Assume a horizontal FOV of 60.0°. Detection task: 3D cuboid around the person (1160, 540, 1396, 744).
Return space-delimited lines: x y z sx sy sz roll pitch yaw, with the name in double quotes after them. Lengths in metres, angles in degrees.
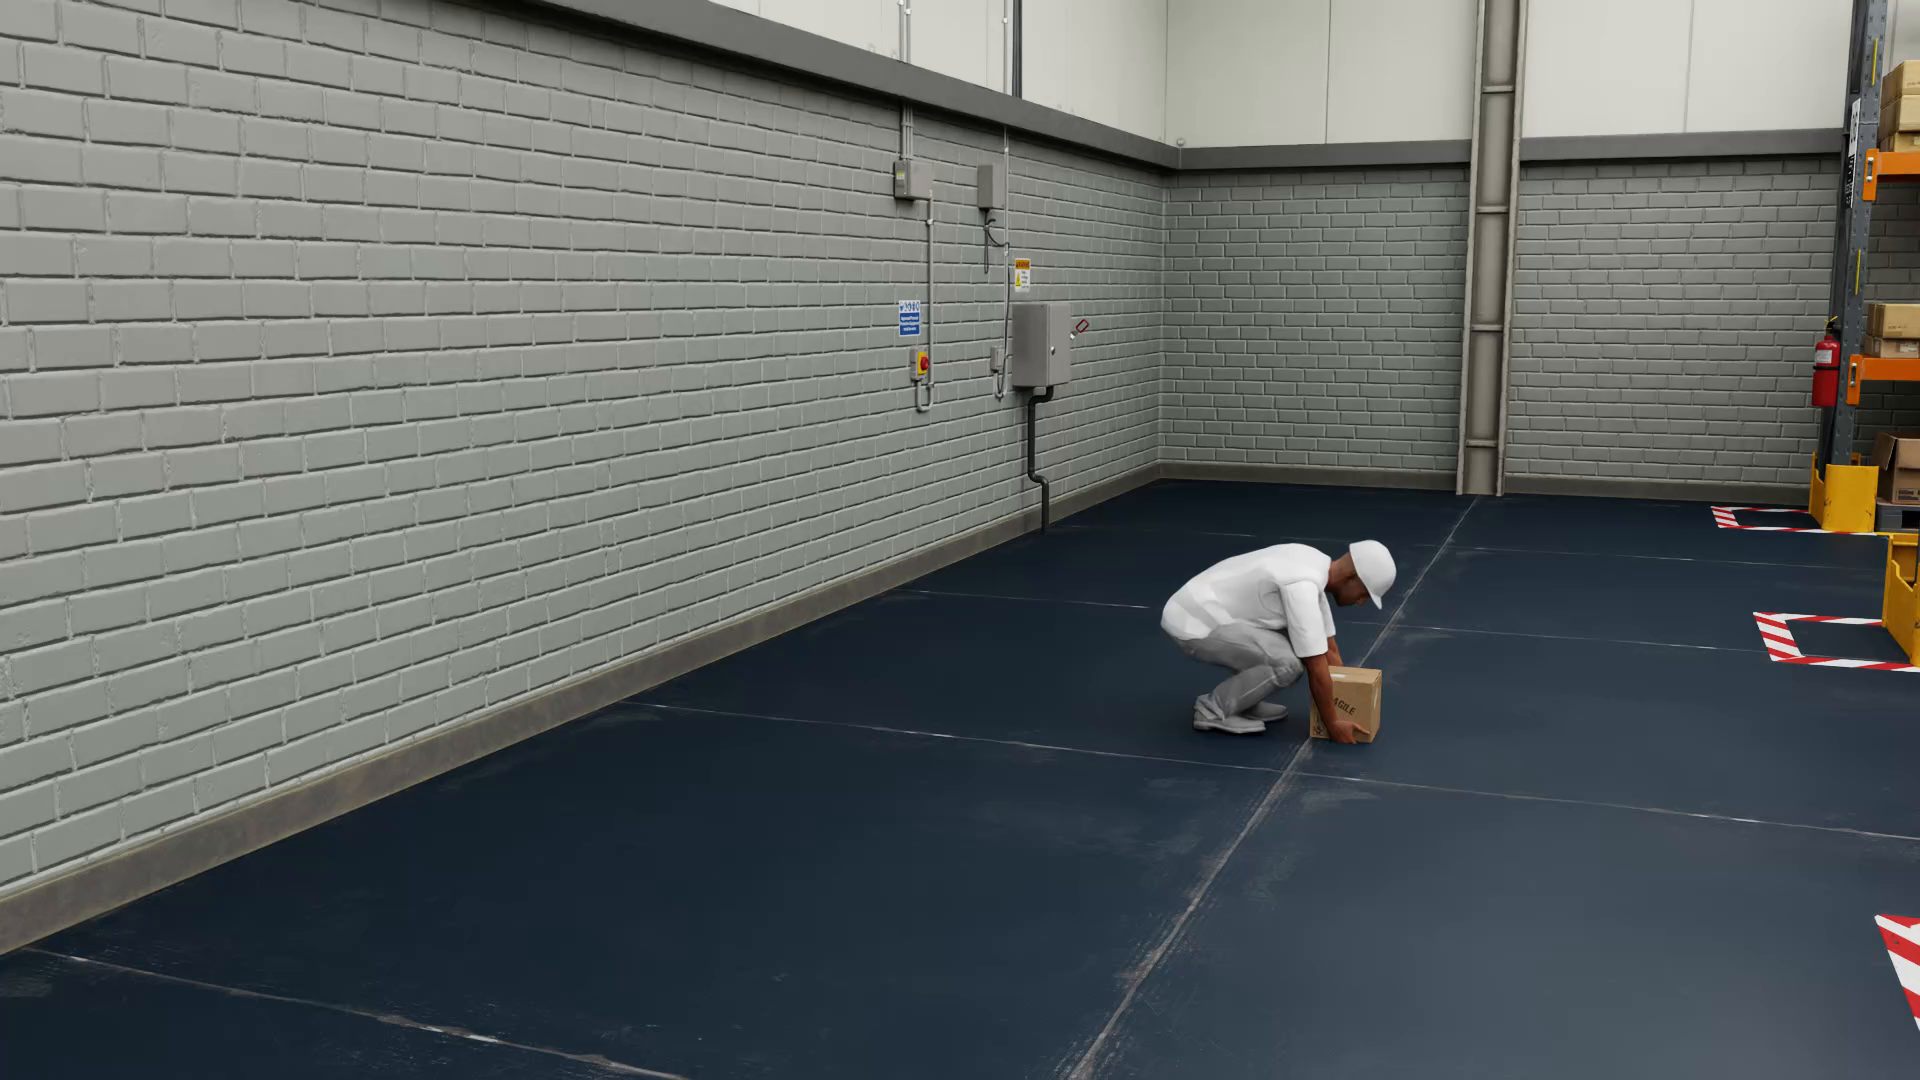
1.325 0.422 6.950 0.937 0.879 0.544 3 9 20 "person"
